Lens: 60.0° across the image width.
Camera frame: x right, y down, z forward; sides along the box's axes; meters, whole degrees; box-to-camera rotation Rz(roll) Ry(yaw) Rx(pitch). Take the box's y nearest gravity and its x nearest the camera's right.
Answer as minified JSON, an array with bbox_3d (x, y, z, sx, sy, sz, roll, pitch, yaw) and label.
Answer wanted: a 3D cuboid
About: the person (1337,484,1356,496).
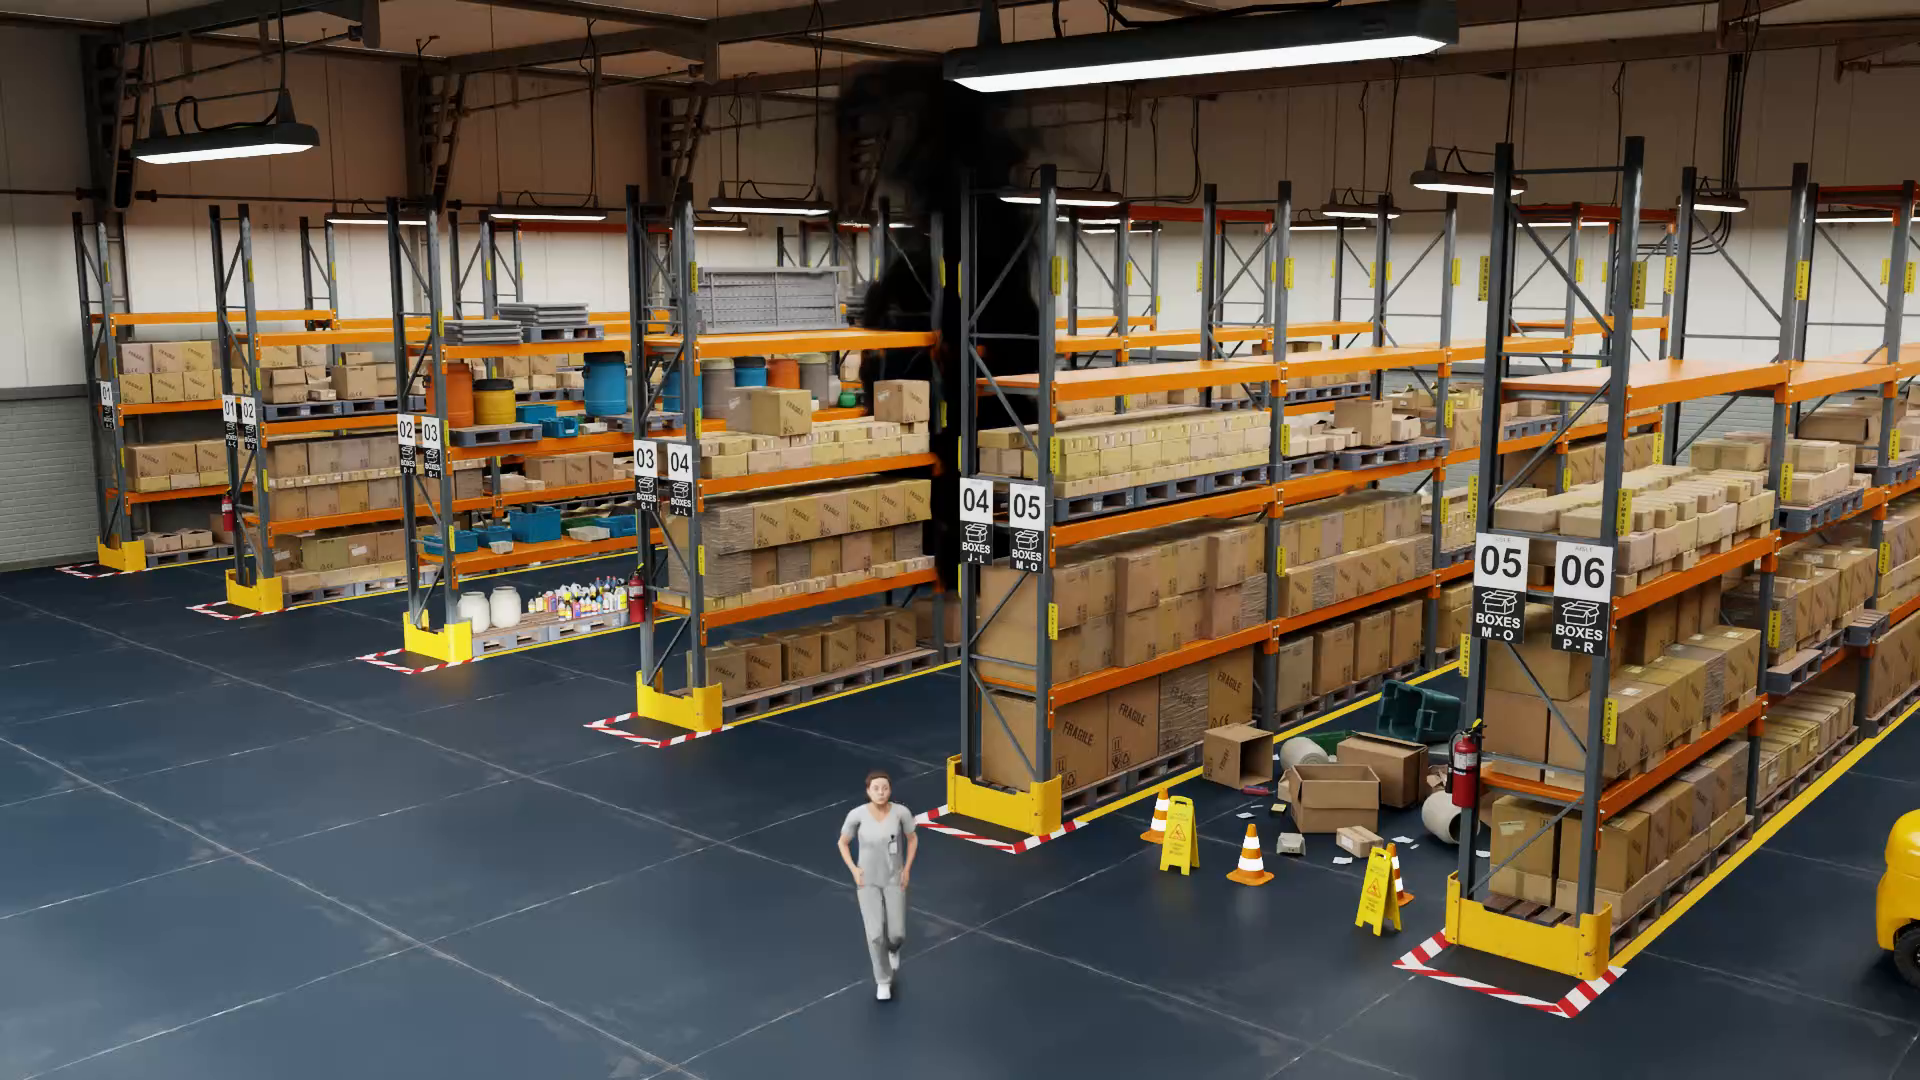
[{"bbox_3d":[6.320,-0.158,27.049,0.689,1.731,0.631,8,12,40],"label":"person"}]

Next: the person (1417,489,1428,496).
[{"bbox_3d":[7.050,0.098,25.454,0.764,1.767,0.657,-9,13,-43],"label":"person"}]

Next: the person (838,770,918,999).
[{"bbox_3d":[-0.582,2.416,11.851,0.572,1.634,0.566,-1,10,-6],"label":"person"}]
